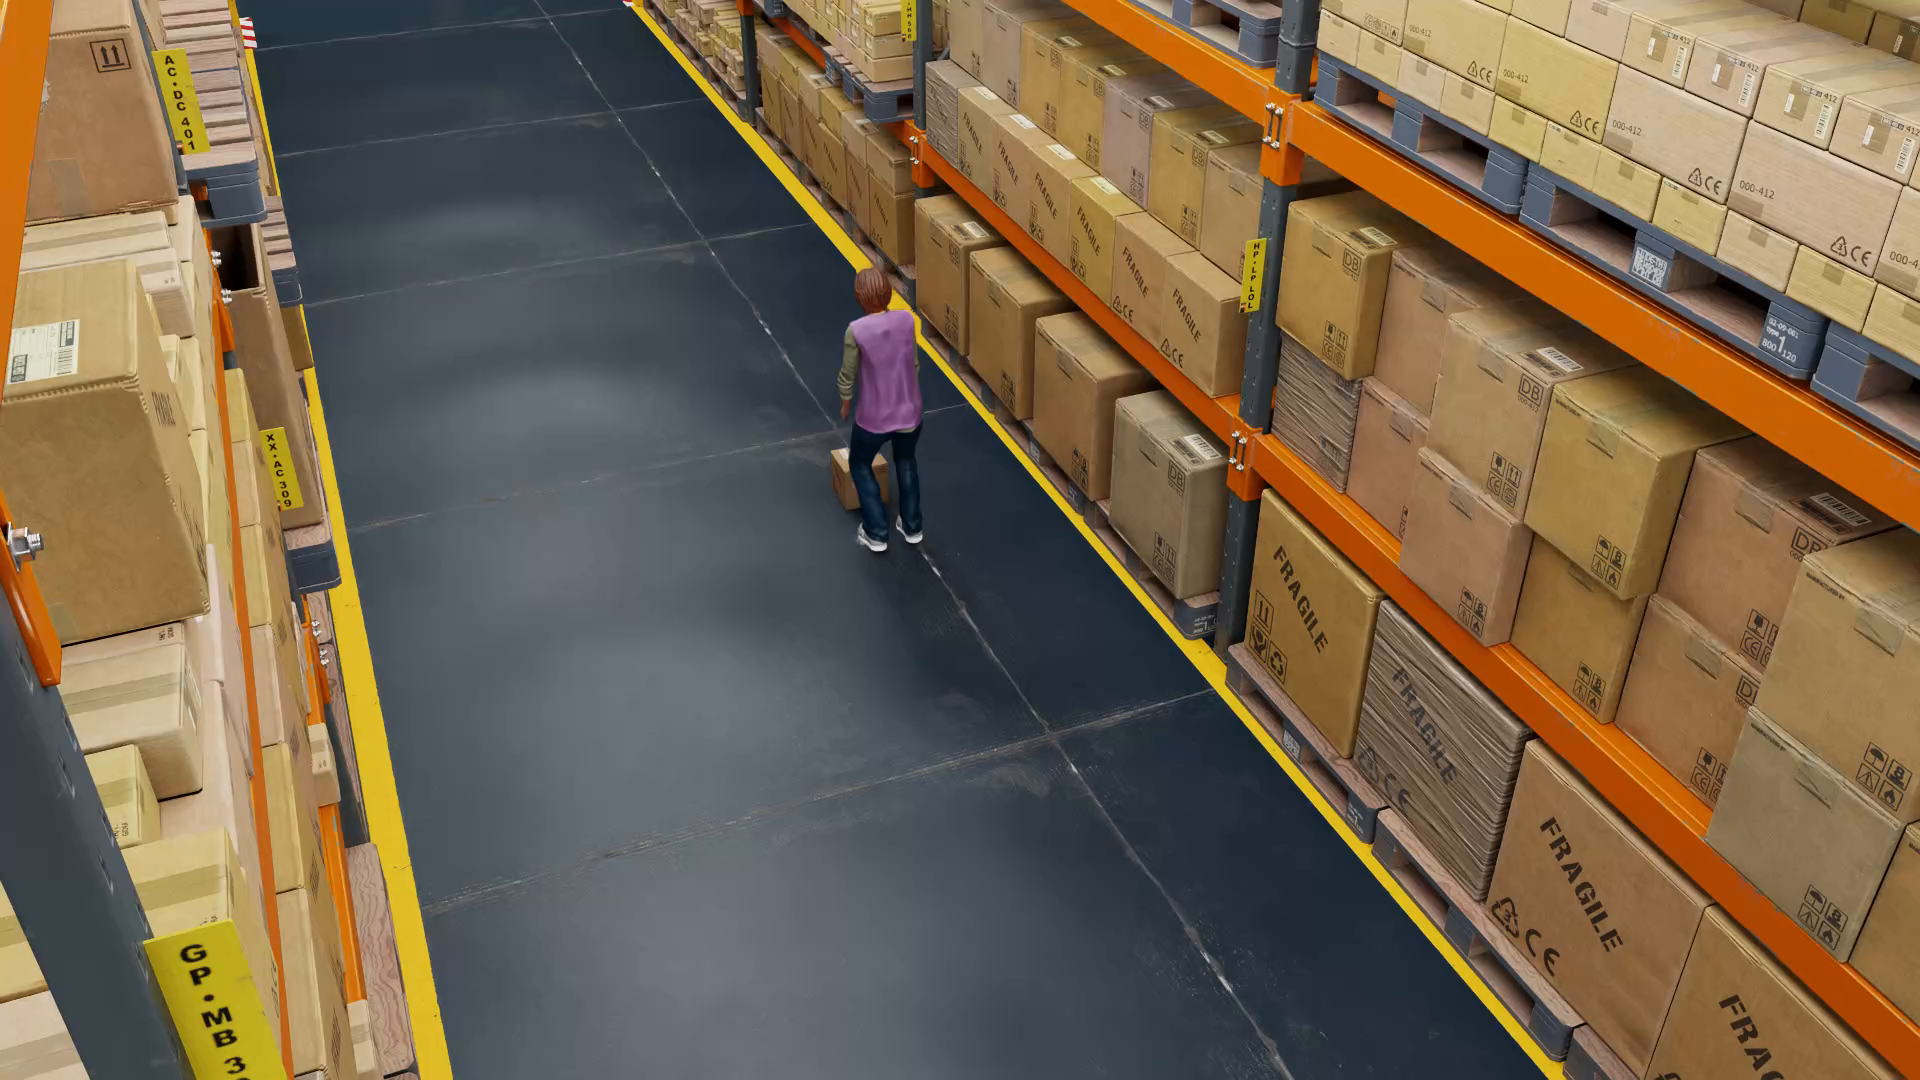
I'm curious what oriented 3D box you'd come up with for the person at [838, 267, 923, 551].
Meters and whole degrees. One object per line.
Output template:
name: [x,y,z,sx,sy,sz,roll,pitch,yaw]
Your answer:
person: [-0.405,-0.637,8.551,0.433,1.523,0.417,-12,36,-17]
